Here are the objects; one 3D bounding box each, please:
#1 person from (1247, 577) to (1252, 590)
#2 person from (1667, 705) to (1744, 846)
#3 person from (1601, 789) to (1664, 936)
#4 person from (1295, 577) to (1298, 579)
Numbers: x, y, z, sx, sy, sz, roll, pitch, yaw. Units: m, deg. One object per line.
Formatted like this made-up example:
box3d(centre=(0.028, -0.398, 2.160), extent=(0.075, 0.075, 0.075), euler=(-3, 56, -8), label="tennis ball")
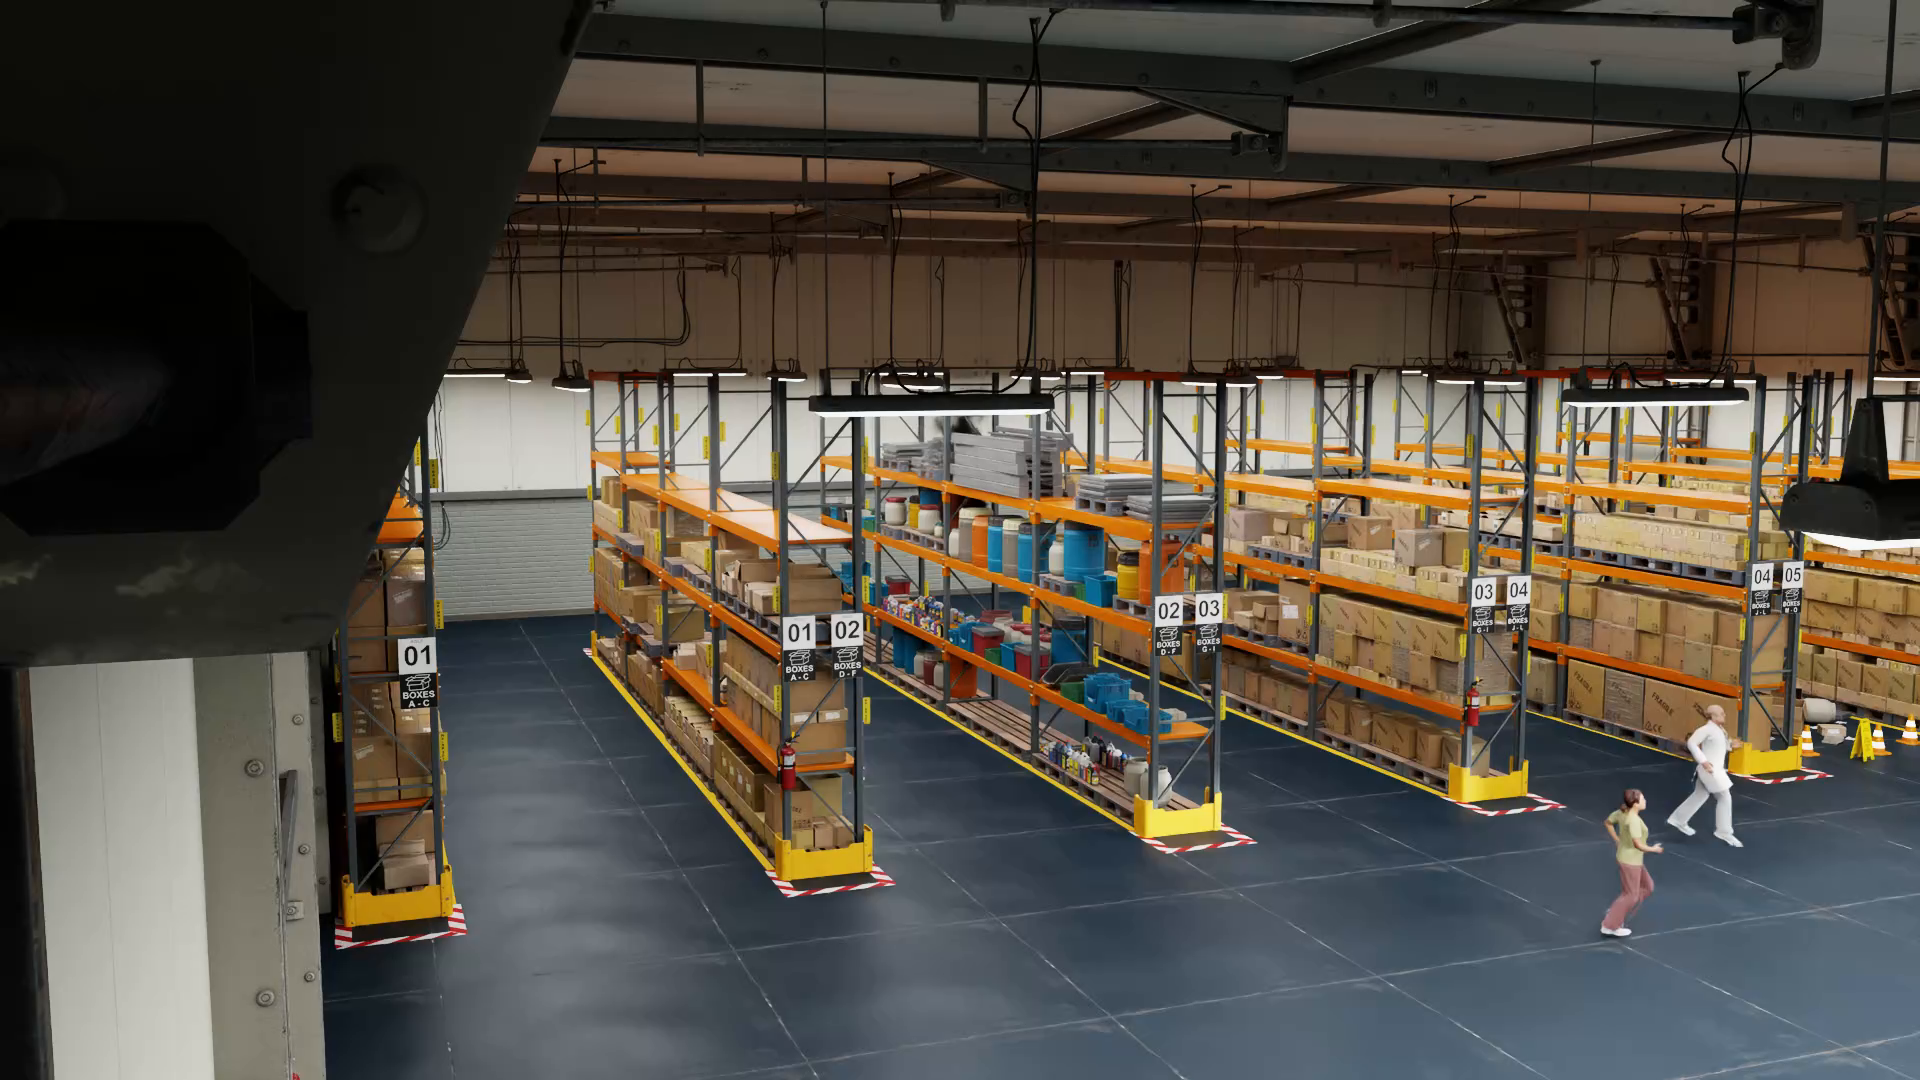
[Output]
box3d(centre=(7.294, 0.837, 41.854), extent=(0.549, 1.661, 0.598), euler=(-2, 7, -17), label="person")
box3d(centre=(9.743, 3.037, 21.665), extent=(0.914, 1.836, 0.674), euler=(3, 7, 22), label="person")
box3d(centre=(7.299, 3.495, 18.047), extent=(0.604, 1.642, 0.596), euler=(1, 6, 8), label="person")
box3d(centre=(7.074, 1.610, 34.760), extent=(0.688, 1.733, 0.624), euler=(-3, 7, -25), label="person")
